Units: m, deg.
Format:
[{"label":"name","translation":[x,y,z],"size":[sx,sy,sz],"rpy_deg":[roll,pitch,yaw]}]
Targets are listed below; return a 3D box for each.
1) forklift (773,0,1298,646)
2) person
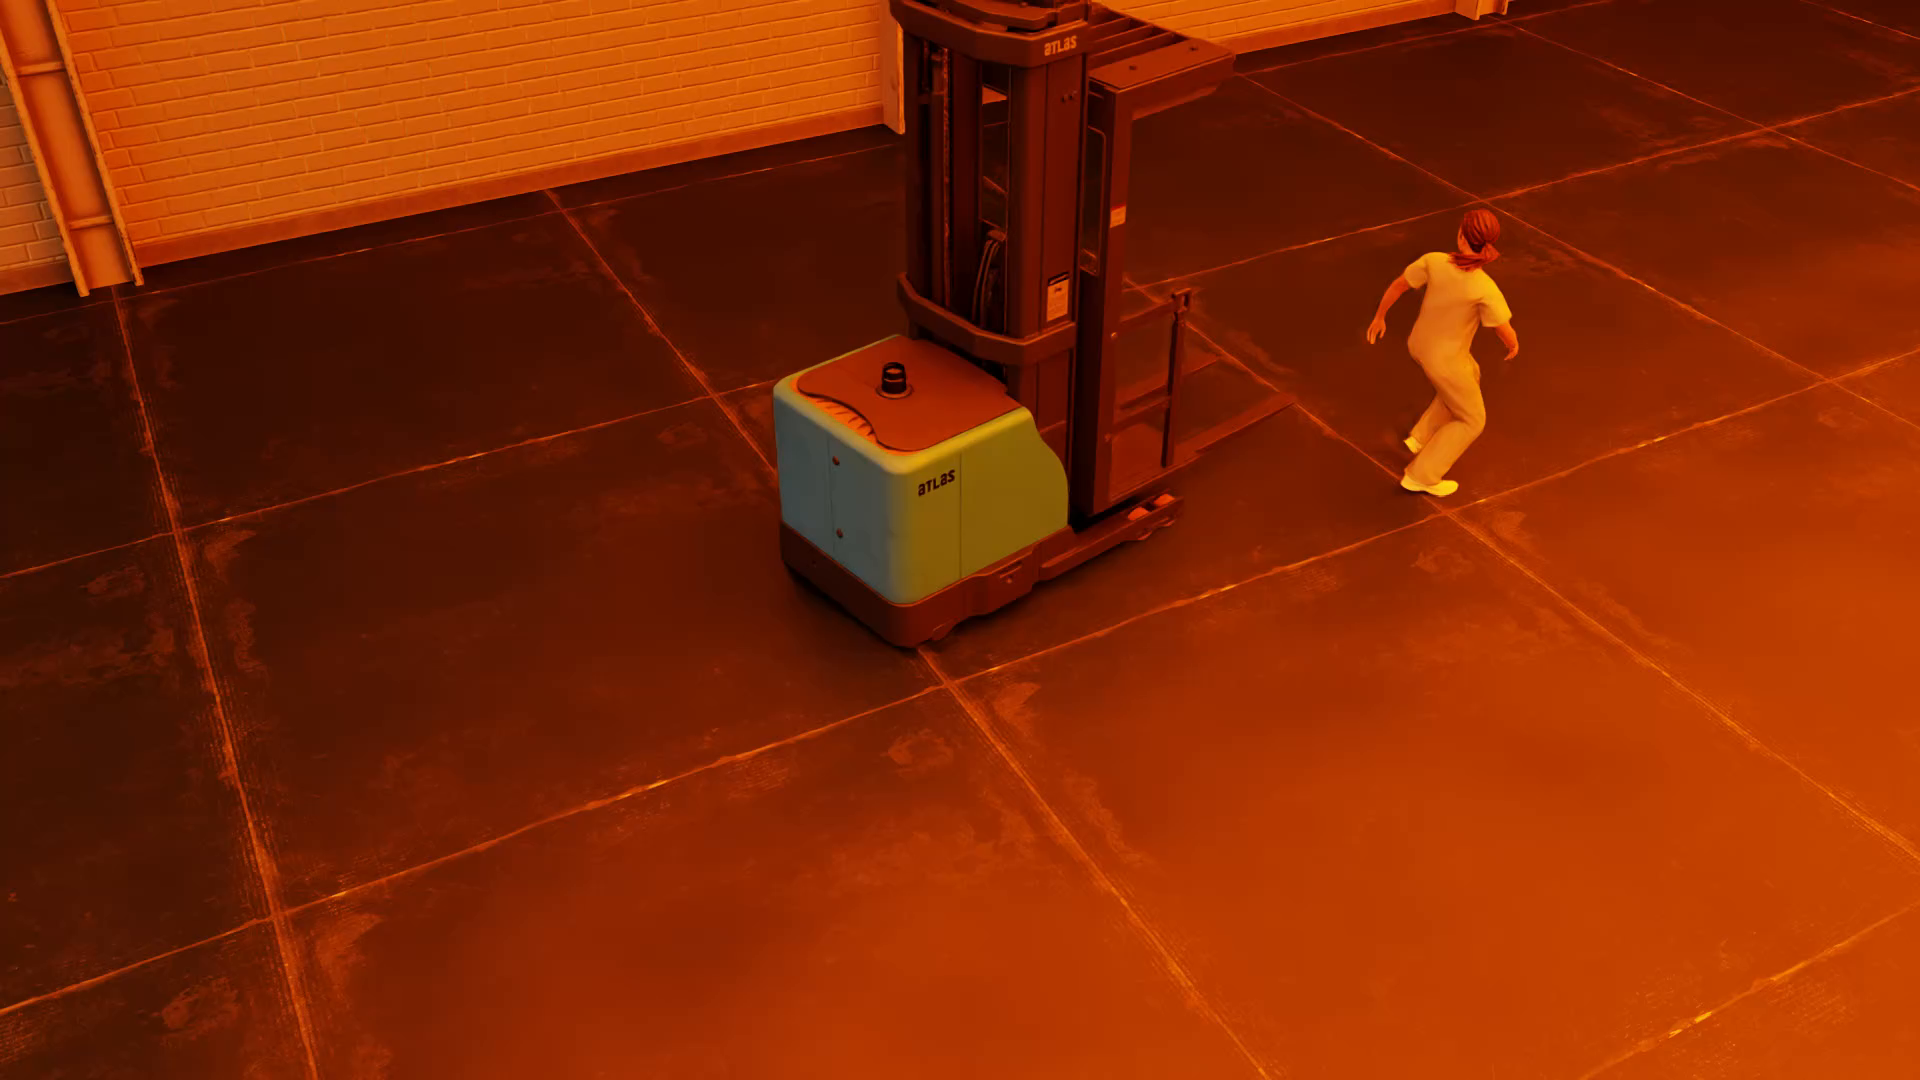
[{"label":"forklift","translation":[0.548,-1.406,8.112],"size":[3.031,2.935,1.130],"rpy_deg":[-26,43,-32]},{"label":"person","translation":[2.551,-0.975,8.678],"size":[0.655,1.611,0.616],"rpy_deg":[-12,37,-16]}]
